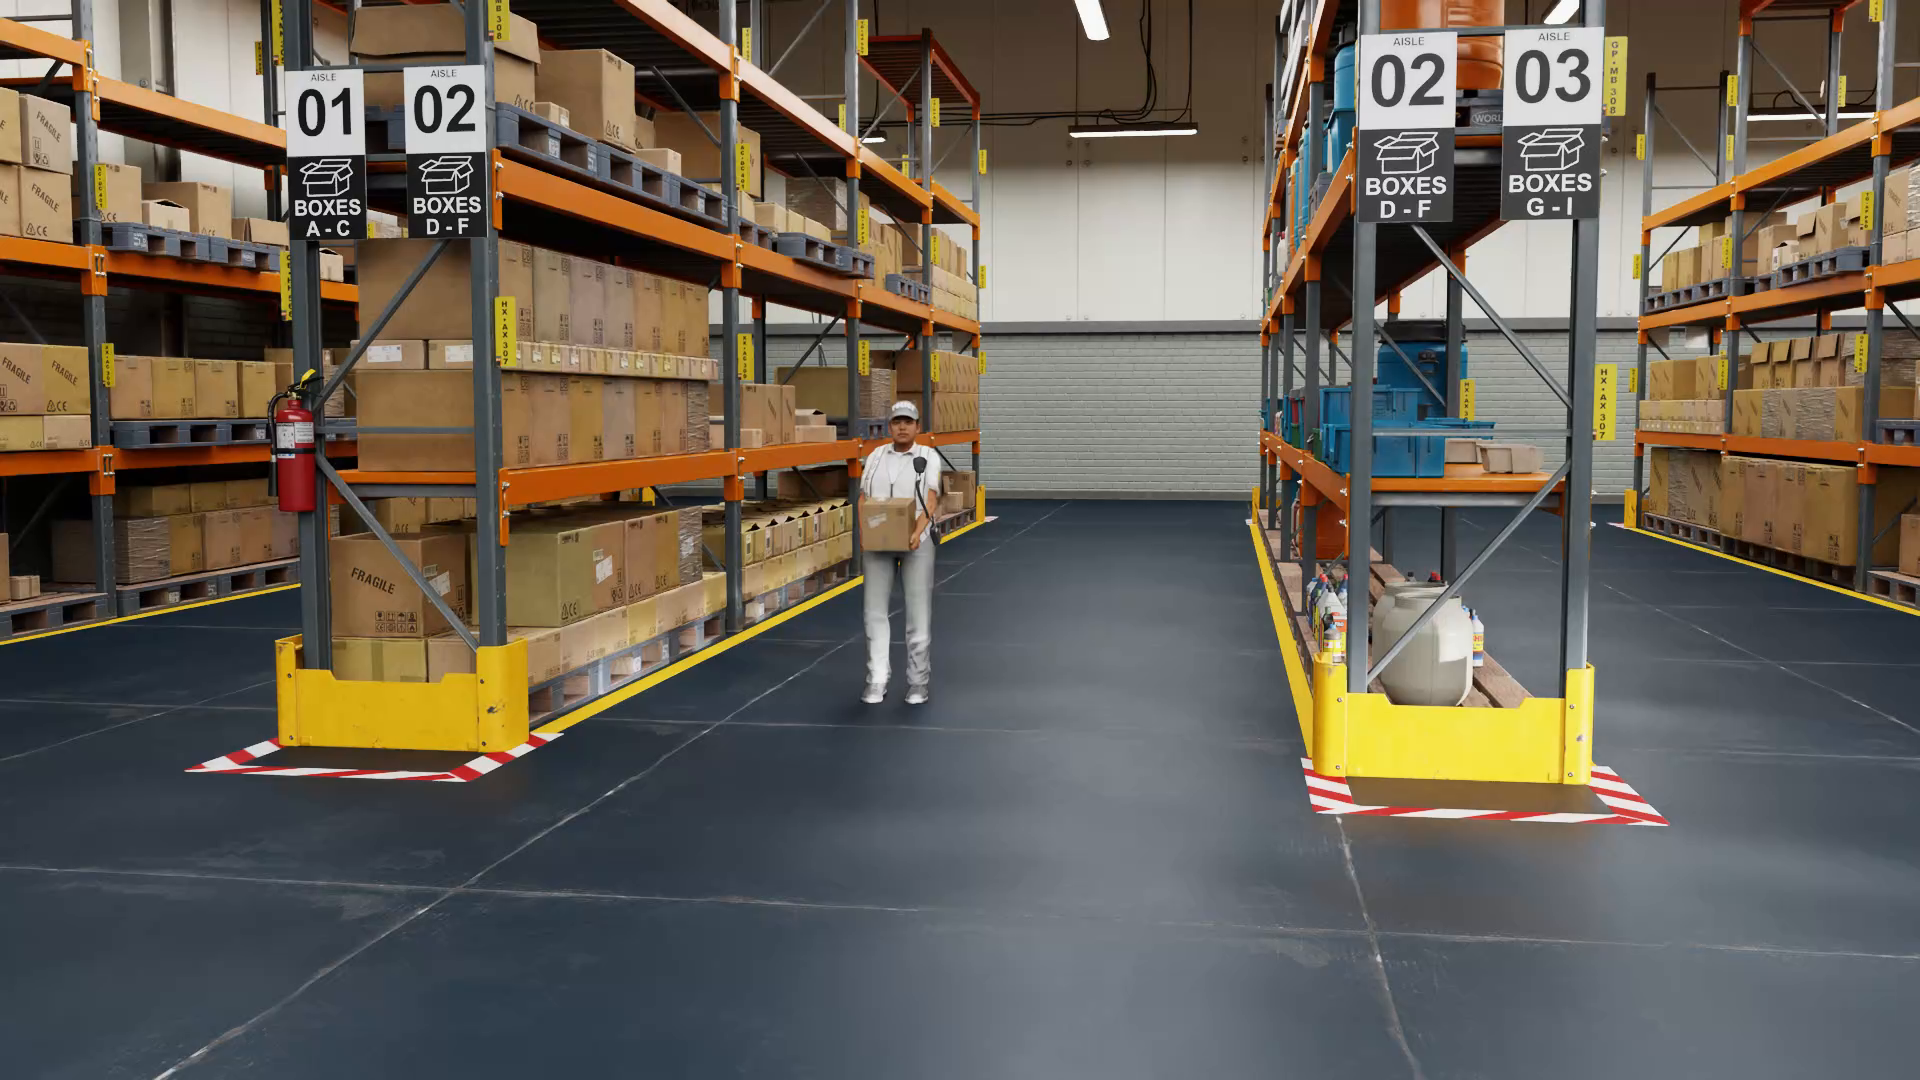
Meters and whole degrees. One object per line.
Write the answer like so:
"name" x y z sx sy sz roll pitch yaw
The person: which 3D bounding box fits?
"person" -0.345 0.062 9.184 0.453 1.655 0.541 1 5 9
